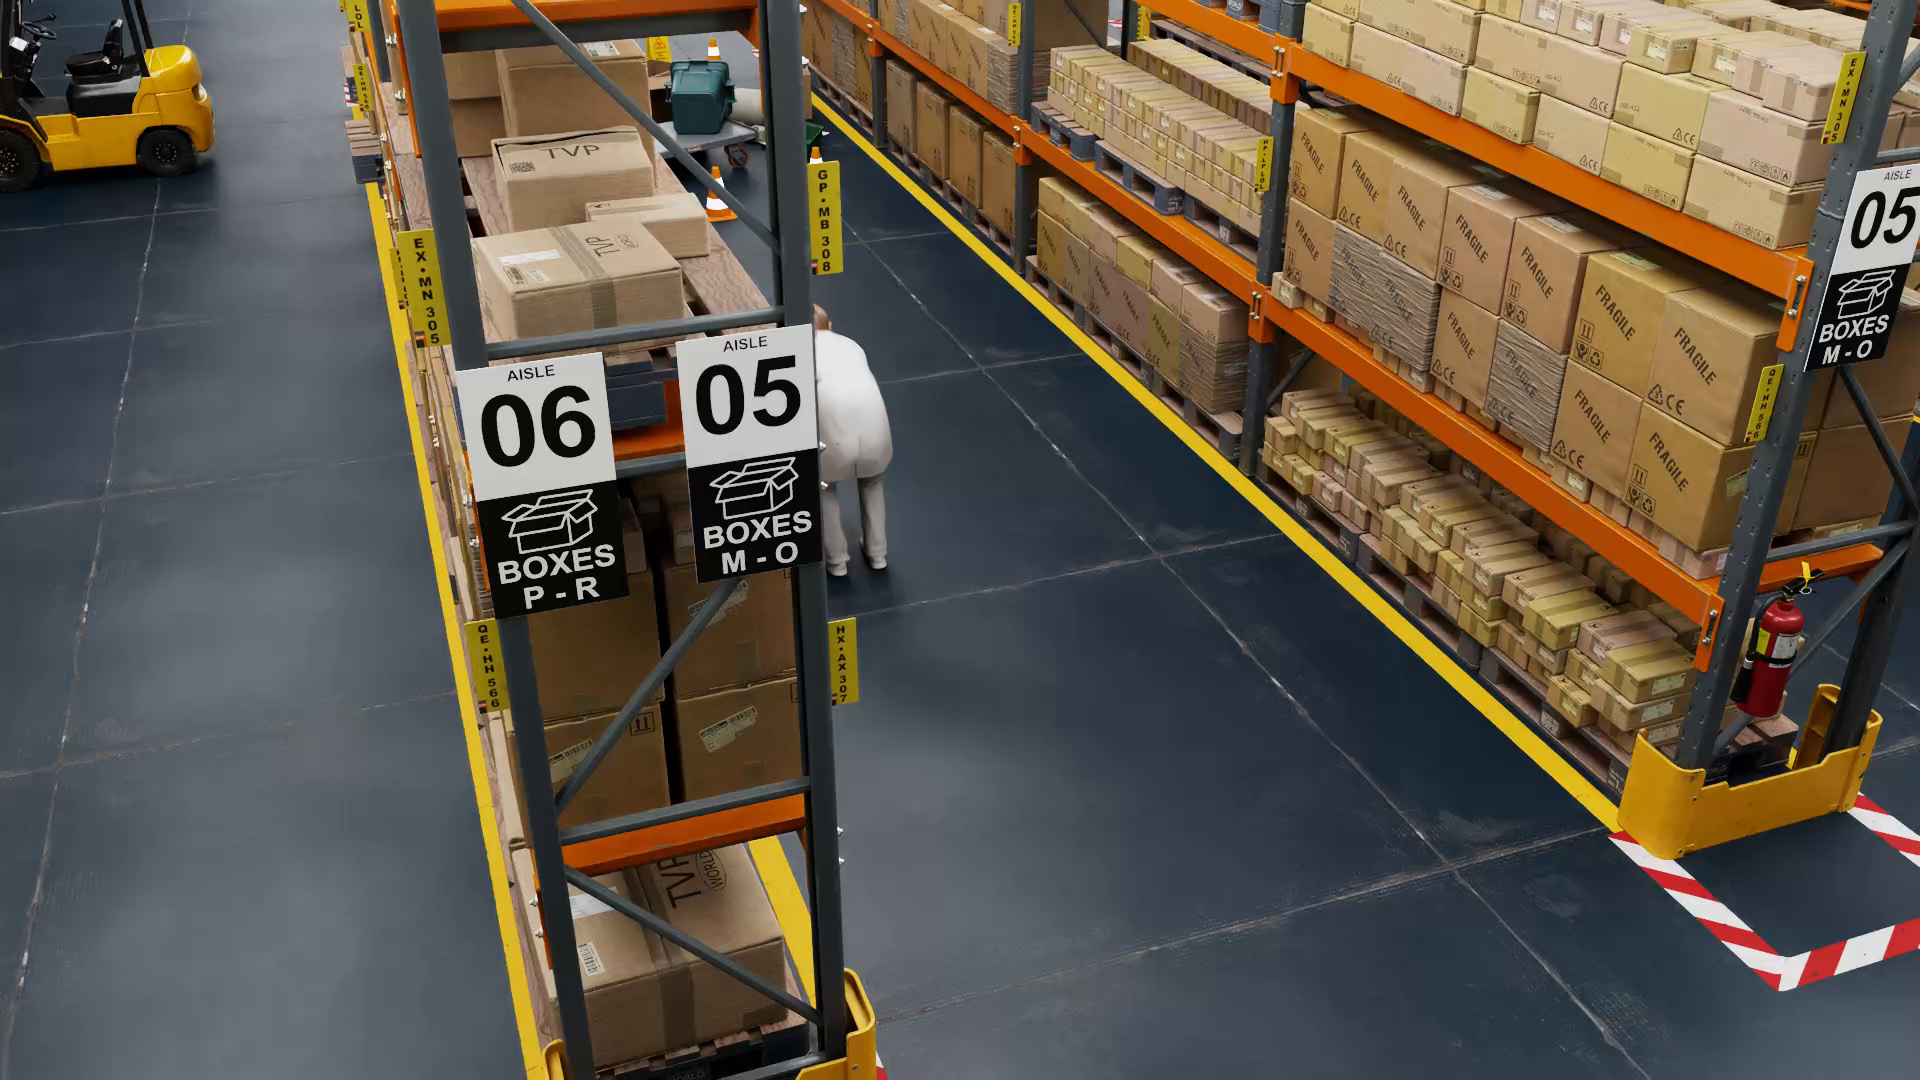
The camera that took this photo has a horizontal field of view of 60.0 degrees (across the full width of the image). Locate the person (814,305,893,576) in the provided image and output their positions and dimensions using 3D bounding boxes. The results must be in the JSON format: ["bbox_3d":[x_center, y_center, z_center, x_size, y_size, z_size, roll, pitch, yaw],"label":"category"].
[{"bbox_3d":[-0.718,-0.581,9.768,0.552,1.416,0.859,-11,31,-19],"label":"person"}]
